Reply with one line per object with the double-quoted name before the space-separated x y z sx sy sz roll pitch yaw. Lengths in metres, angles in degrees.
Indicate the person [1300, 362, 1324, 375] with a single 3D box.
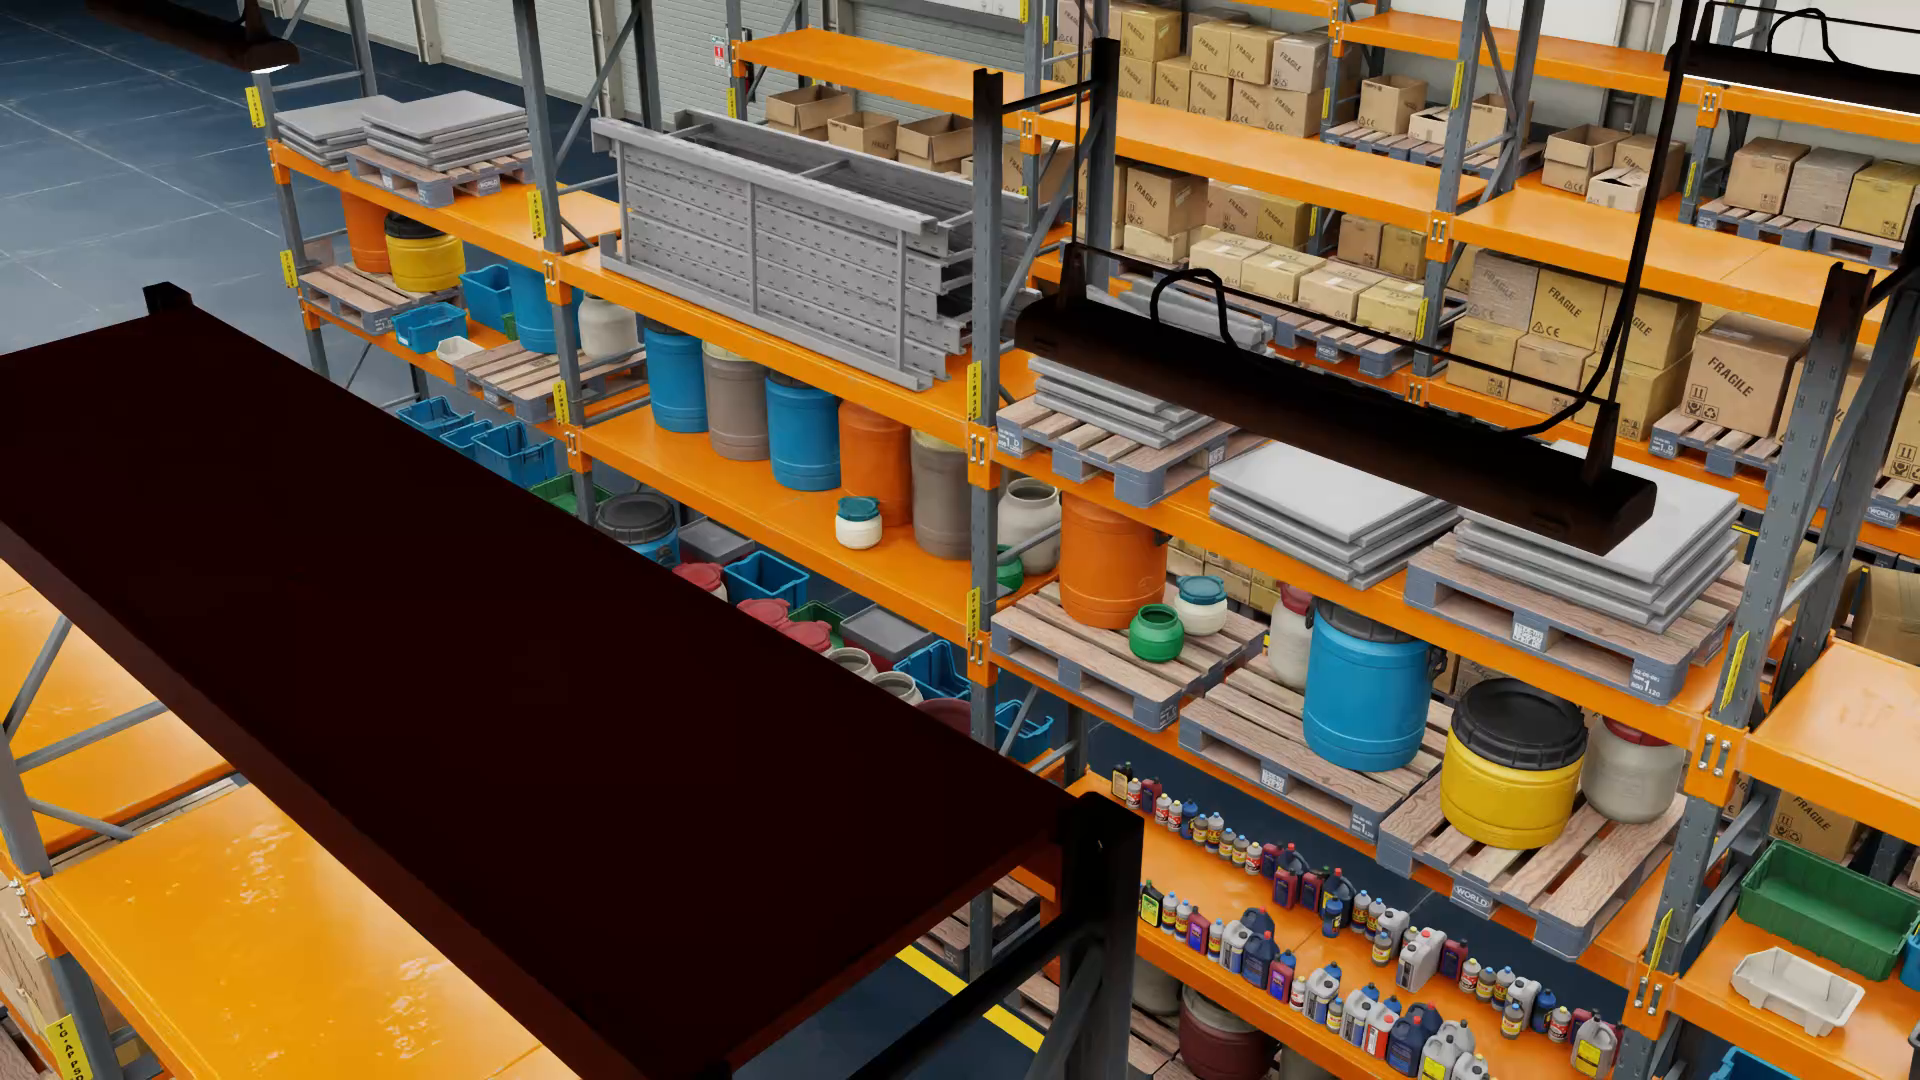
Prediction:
"person" 3.608 -1.774 17.717 0.738 1.659 0.465 8 30 14
